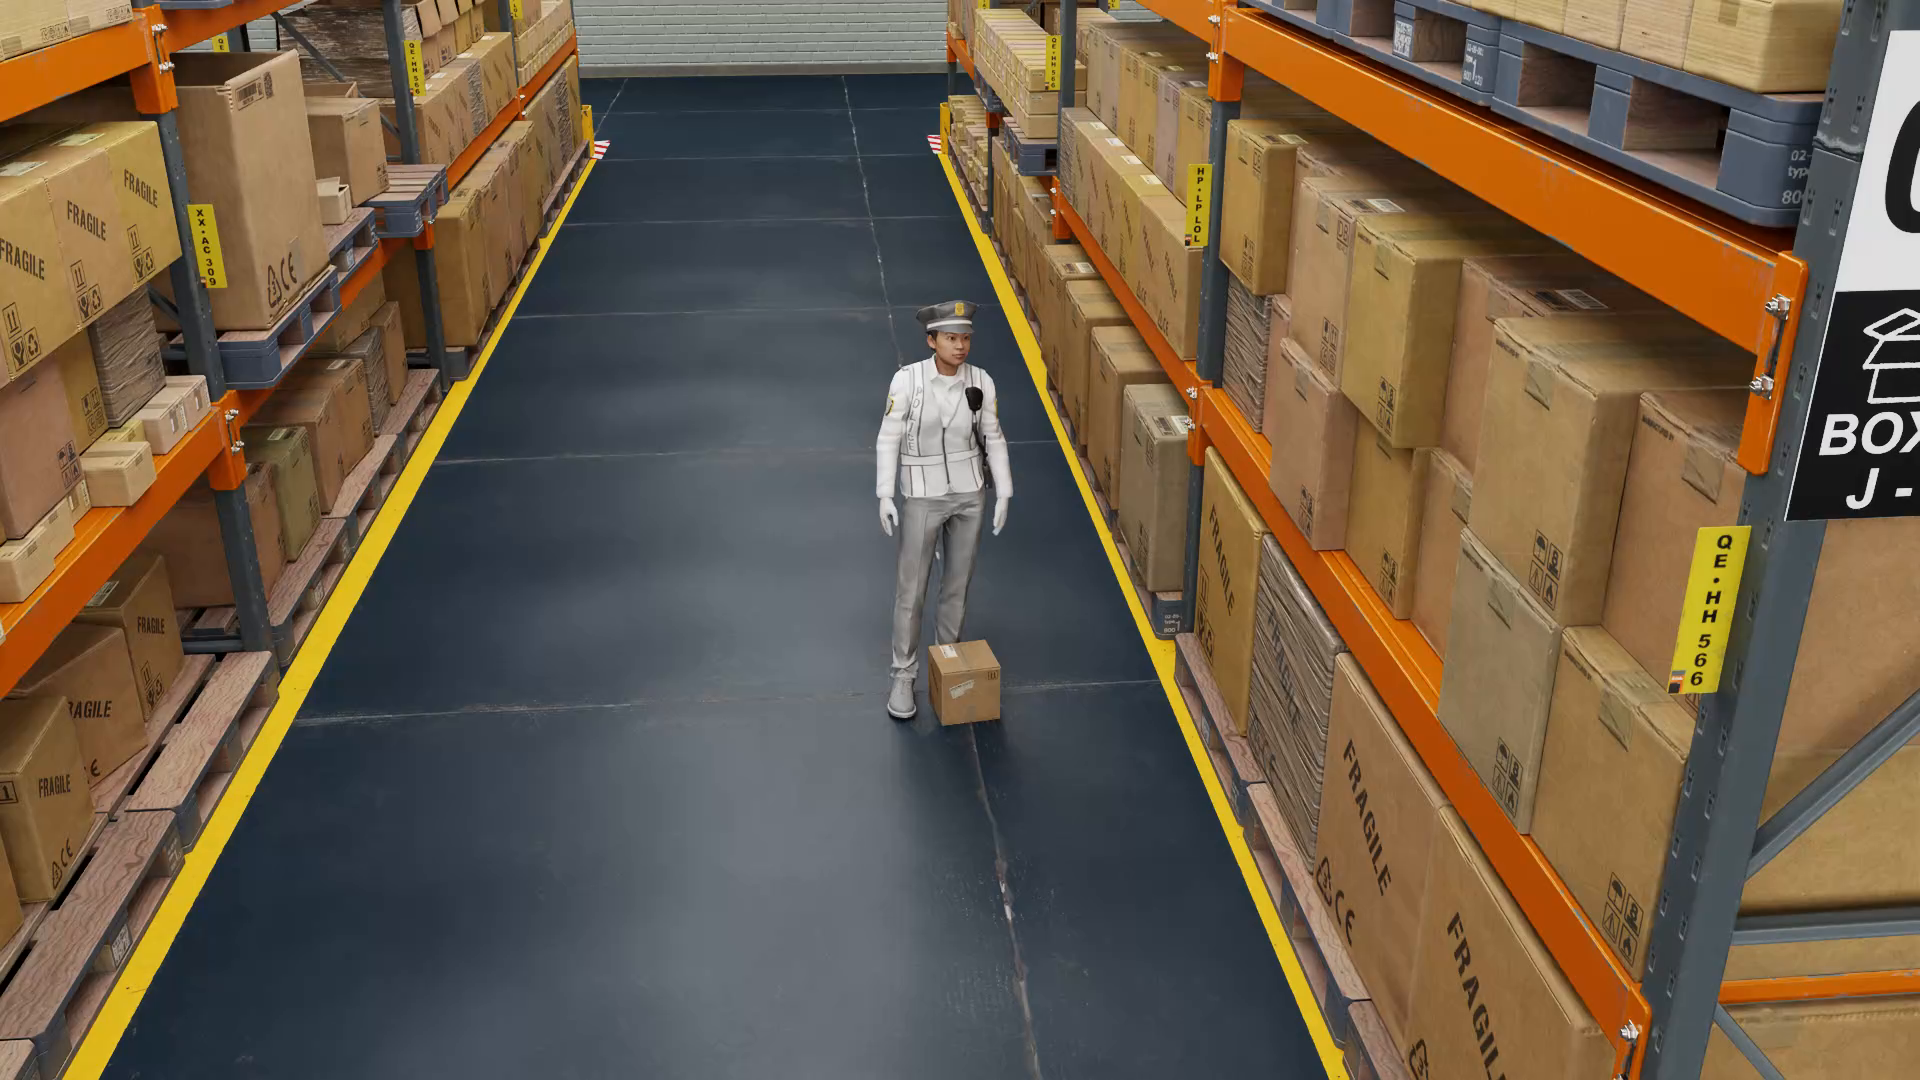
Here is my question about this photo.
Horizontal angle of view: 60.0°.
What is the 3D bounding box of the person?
[{"bbox_3d":[-0.056,-0.148,6.872,0.586,1.694,0.531,-5,24,-11],"label":"person"}]
